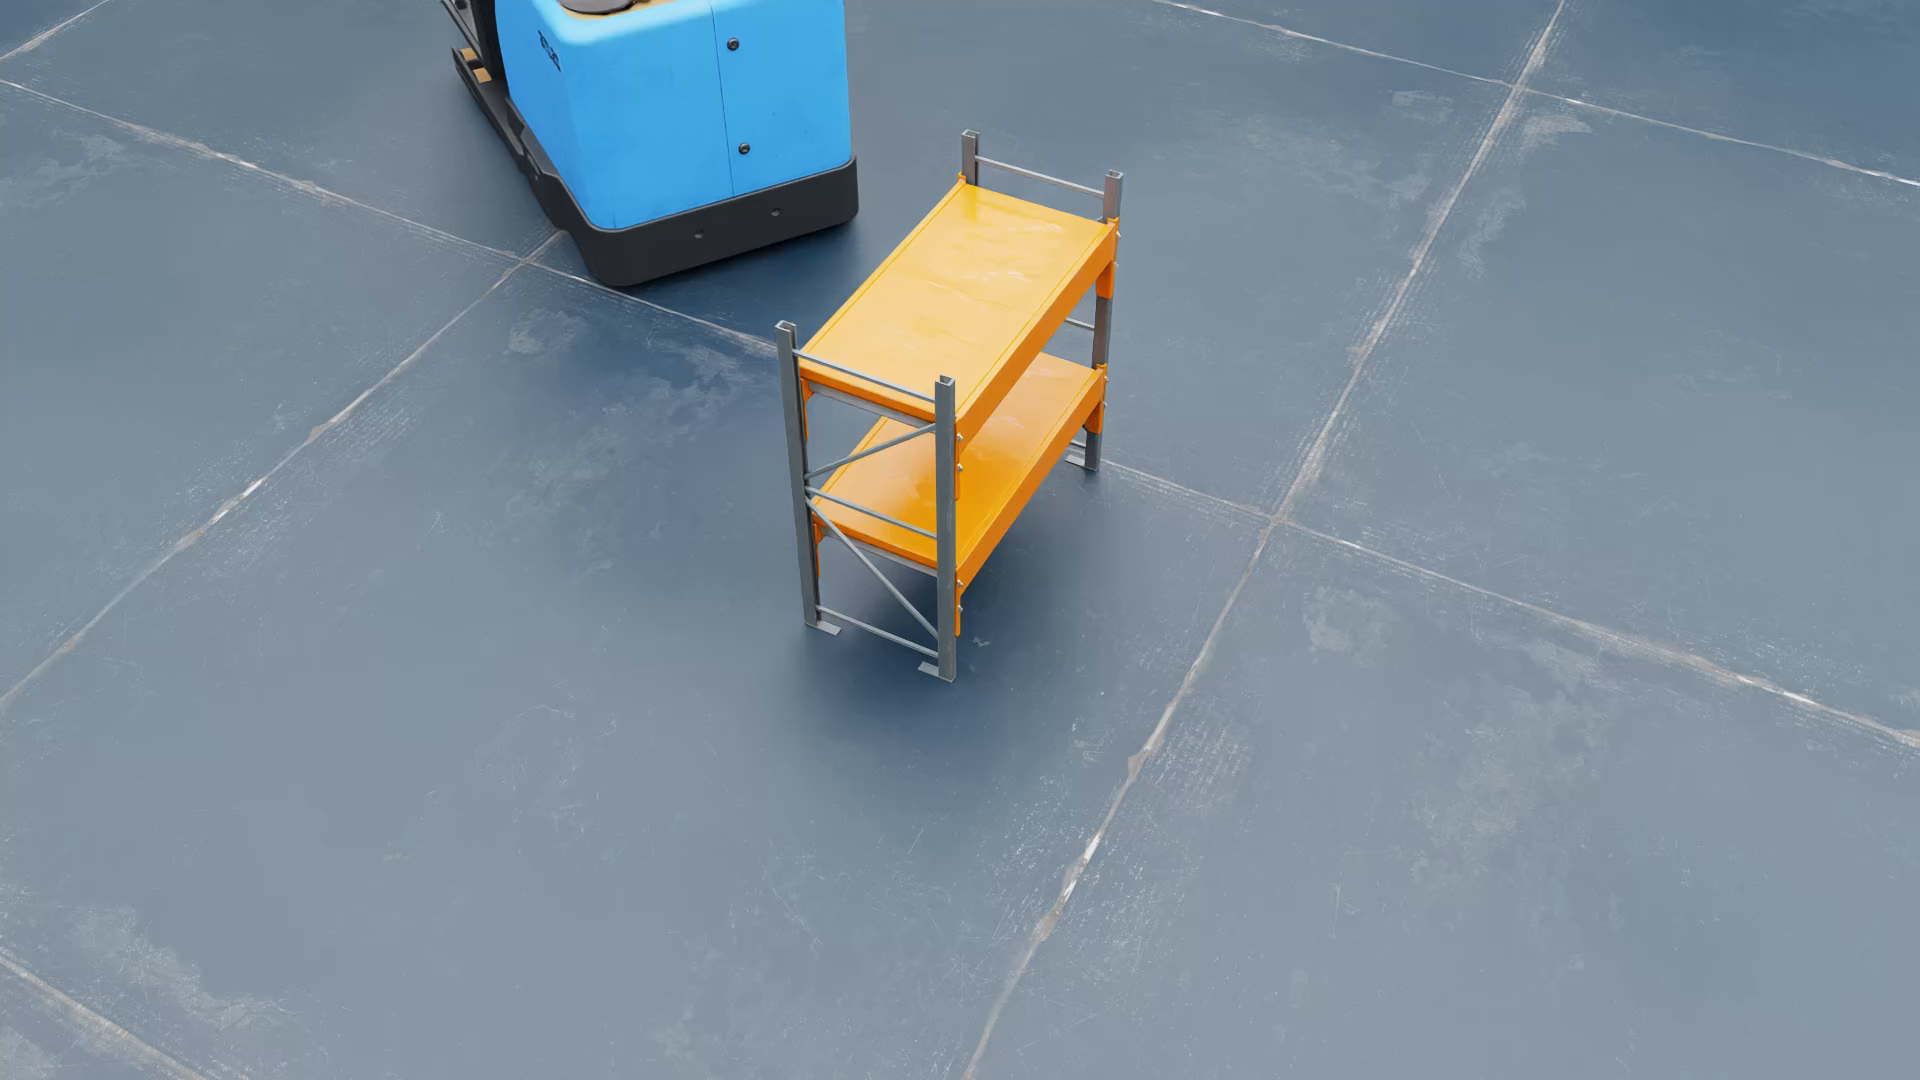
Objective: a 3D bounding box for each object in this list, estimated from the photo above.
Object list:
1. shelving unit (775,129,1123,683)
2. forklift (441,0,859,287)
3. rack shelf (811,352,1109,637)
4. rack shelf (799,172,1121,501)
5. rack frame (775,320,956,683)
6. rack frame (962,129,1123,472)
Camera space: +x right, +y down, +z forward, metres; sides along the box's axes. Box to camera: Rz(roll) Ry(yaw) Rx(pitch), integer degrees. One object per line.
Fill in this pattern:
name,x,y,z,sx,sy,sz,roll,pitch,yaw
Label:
shelving unit,-0.003,-0.391,4.846,0.538,1.125,1.048,20,49,19
forklift,-1.523,-3.003,6.157,1.130,2.935,3.031,-21,49,-19
rack shelf,-0.003,-0.219,5.020,0.538,0.278,1.000,20,49,19
rack shelf,-0.003,-0.597,4.638,0.538,0.278,1.000,20,49,19
rack frame,-0.239,-0.071,4.529,0.500,1.125,0.032,20,49,19
rack frame,0.233,-0.711,5.162,0.500,1.125,0.032,20,49,19
